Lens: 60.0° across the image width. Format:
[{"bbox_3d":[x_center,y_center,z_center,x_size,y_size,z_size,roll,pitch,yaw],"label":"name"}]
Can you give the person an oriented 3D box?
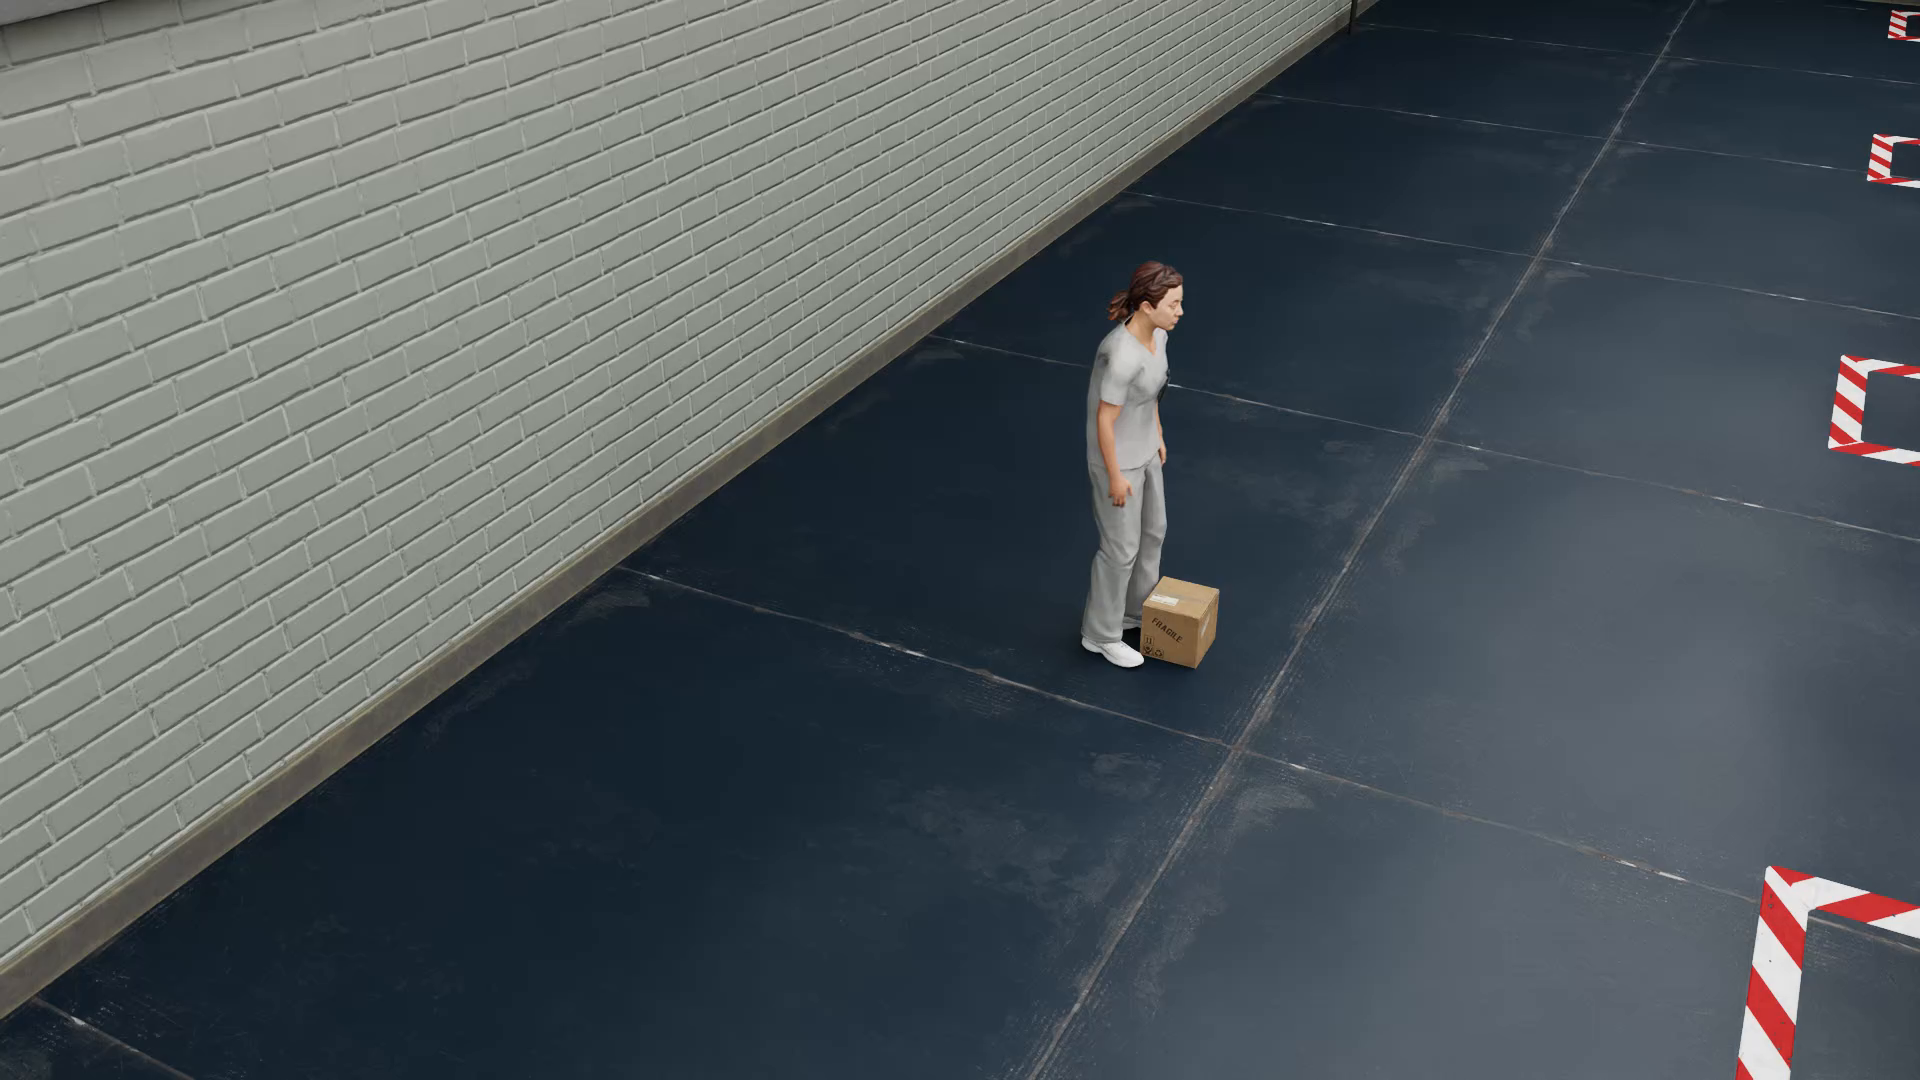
[{"bbox_3d":[0.713,-0.309,6.683,0.406,1.652,0.486,15,33,24],"label":"person"}]
